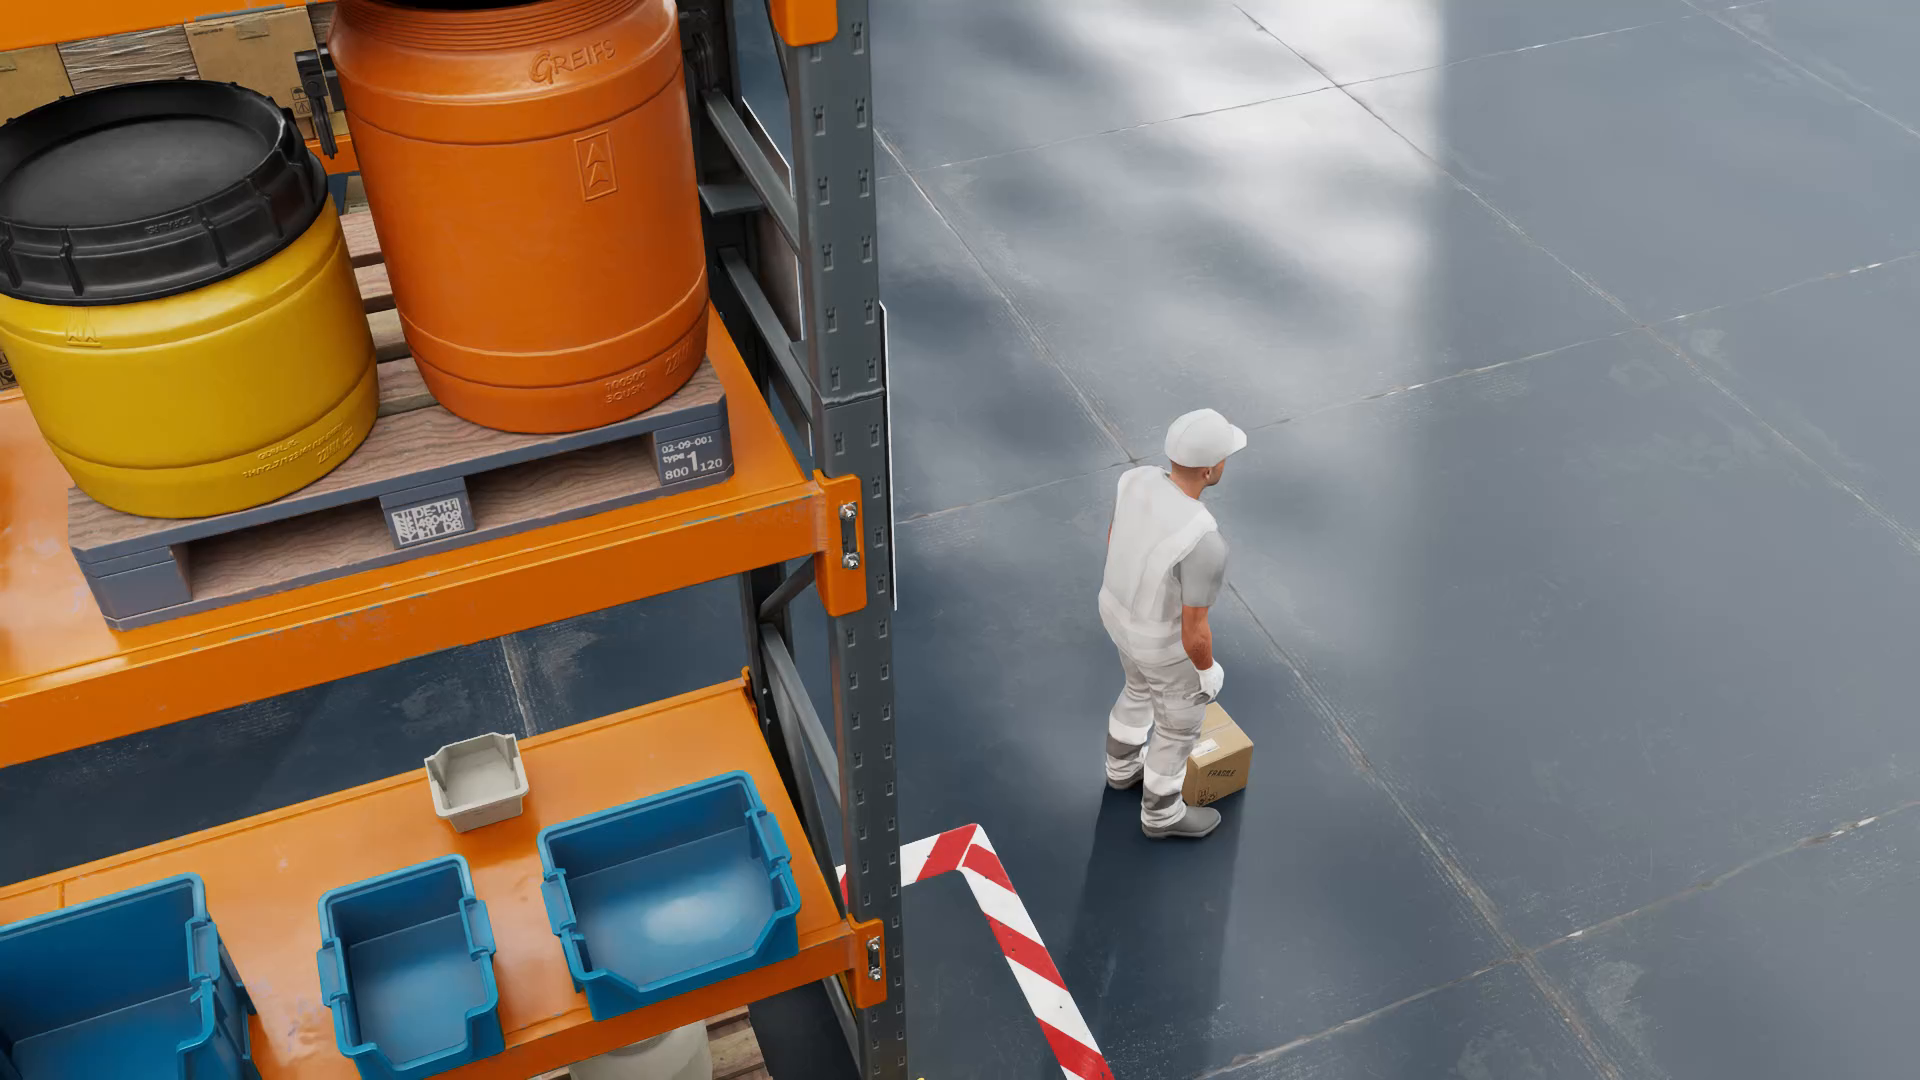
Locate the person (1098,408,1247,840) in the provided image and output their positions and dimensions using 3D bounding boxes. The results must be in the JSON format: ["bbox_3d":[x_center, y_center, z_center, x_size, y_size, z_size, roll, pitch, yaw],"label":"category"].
[{"bbox_3d":[0.724,0.304,5.804,0.453,1.777,0.608,-17,44,-19],"label":"person"}]
